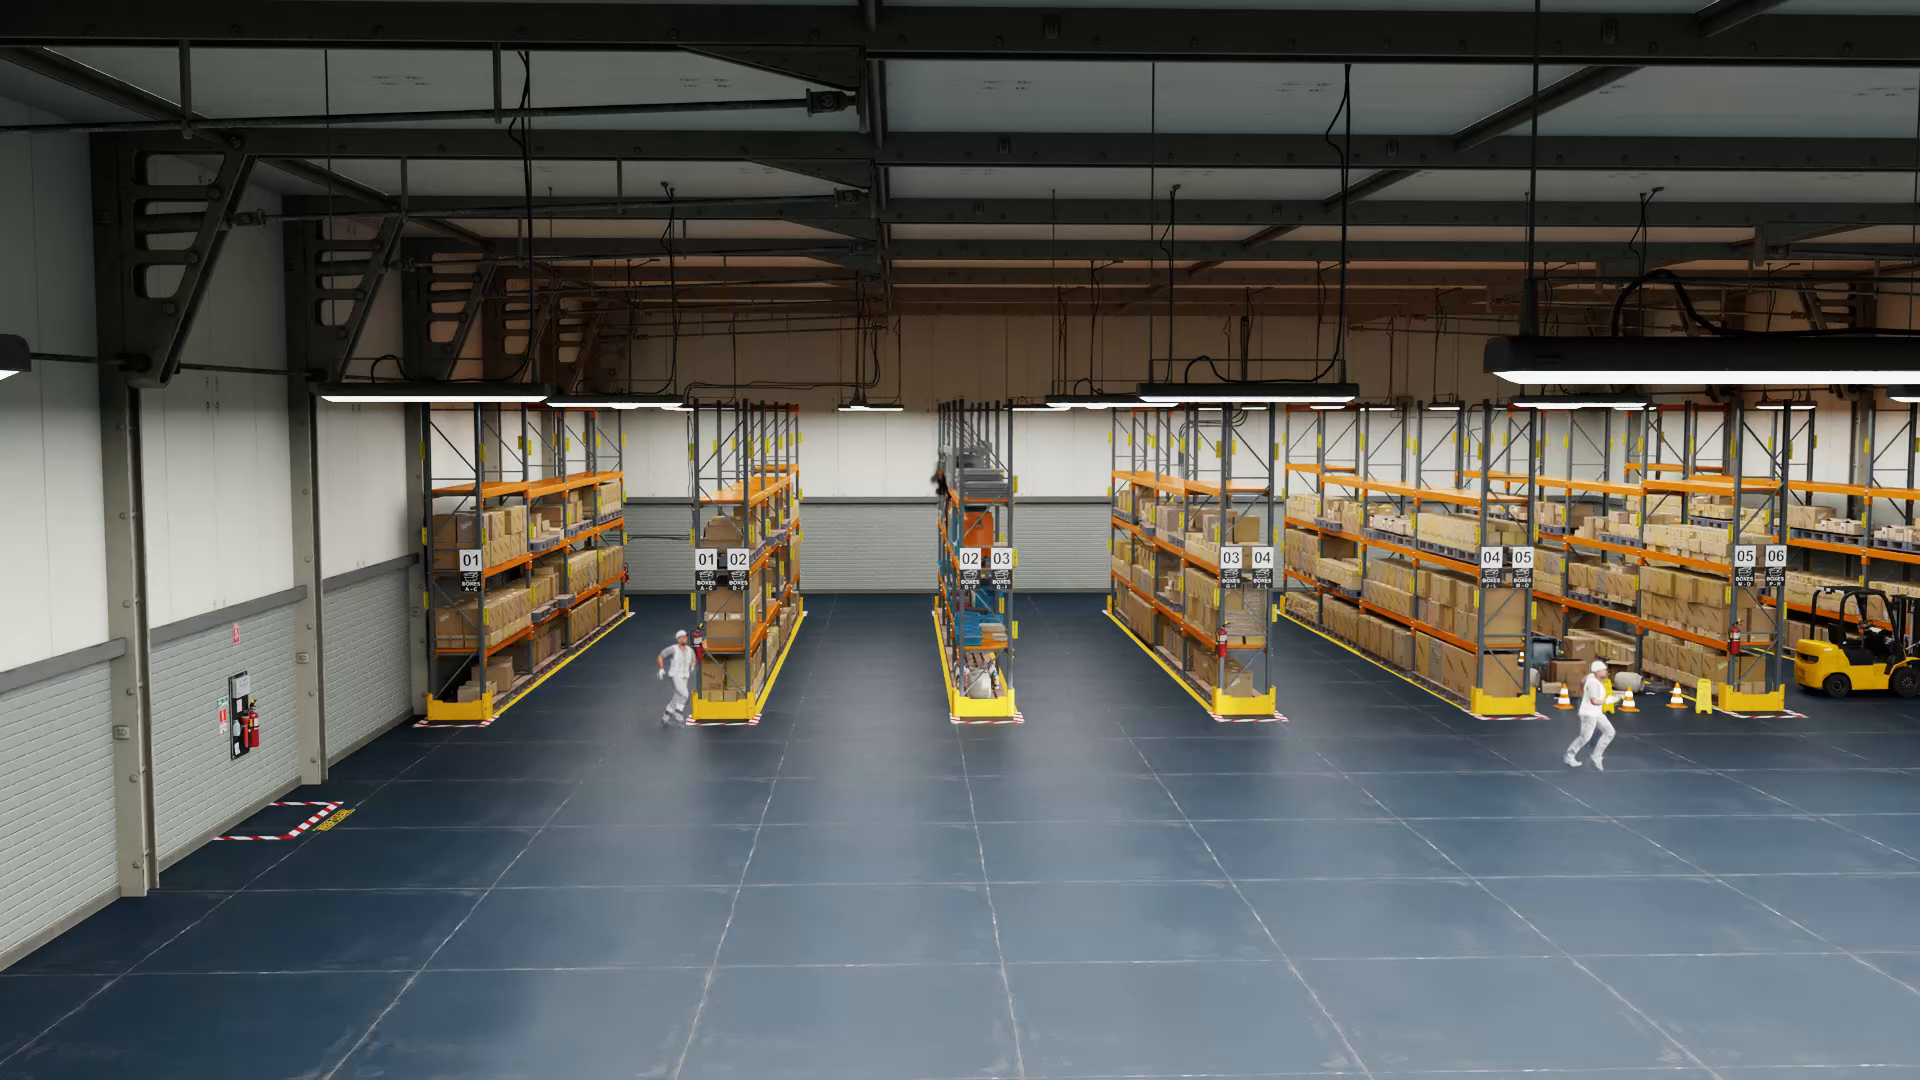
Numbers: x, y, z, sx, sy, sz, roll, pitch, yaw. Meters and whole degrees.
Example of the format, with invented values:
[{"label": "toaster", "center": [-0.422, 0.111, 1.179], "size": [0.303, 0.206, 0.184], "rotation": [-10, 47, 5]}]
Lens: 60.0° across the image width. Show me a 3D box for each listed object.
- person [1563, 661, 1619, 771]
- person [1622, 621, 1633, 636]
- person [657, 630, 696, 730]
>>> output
[{"label": "person", "center": [10.122, 2.815, 26.640], "size": [0.832, 1.777, 0.715], "rotation": [3, 5, 30]}, {"label": "person", "center": [17.243, 1.612, 42.771], "size": [0.644, 1.727, 0.580], "rotation": [0, 4, -5]}, {"label": "person", "center": [-5.102, 2.529, 30.320], "size": [0.700, 1.754, 0.687], "rotation": [4, 6, 41]}]
